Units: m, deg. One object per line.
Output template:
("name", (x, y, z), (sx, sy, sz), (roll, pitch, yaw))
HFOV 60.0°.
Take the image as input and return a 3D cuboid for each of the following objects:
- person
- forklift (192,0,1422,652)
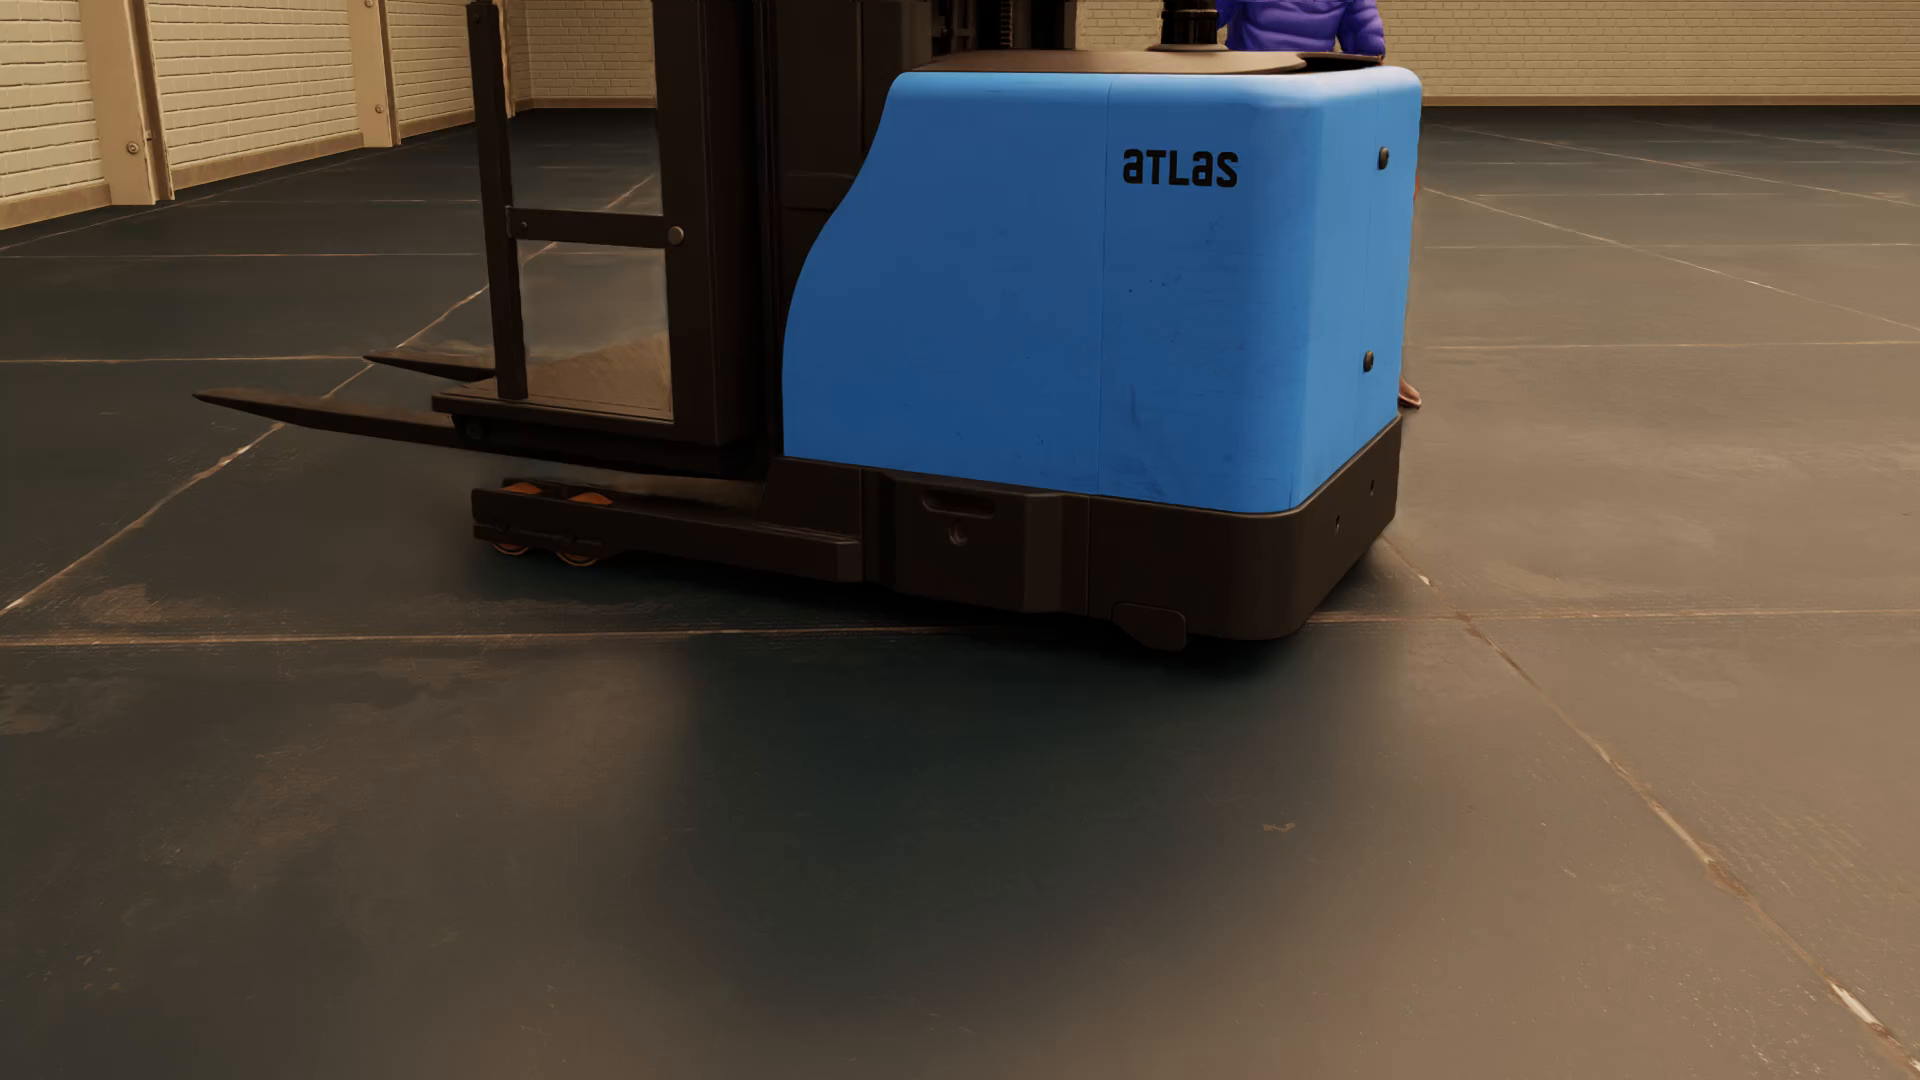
("person", (0.958, -1.107, 4.892), (1.021, 1.591, 0.447), (-2, 17, -8))
("forklift", (-0.543, -1.469, 3.710), (3.031, 2.935, 1.130), (8, 19, 25))
